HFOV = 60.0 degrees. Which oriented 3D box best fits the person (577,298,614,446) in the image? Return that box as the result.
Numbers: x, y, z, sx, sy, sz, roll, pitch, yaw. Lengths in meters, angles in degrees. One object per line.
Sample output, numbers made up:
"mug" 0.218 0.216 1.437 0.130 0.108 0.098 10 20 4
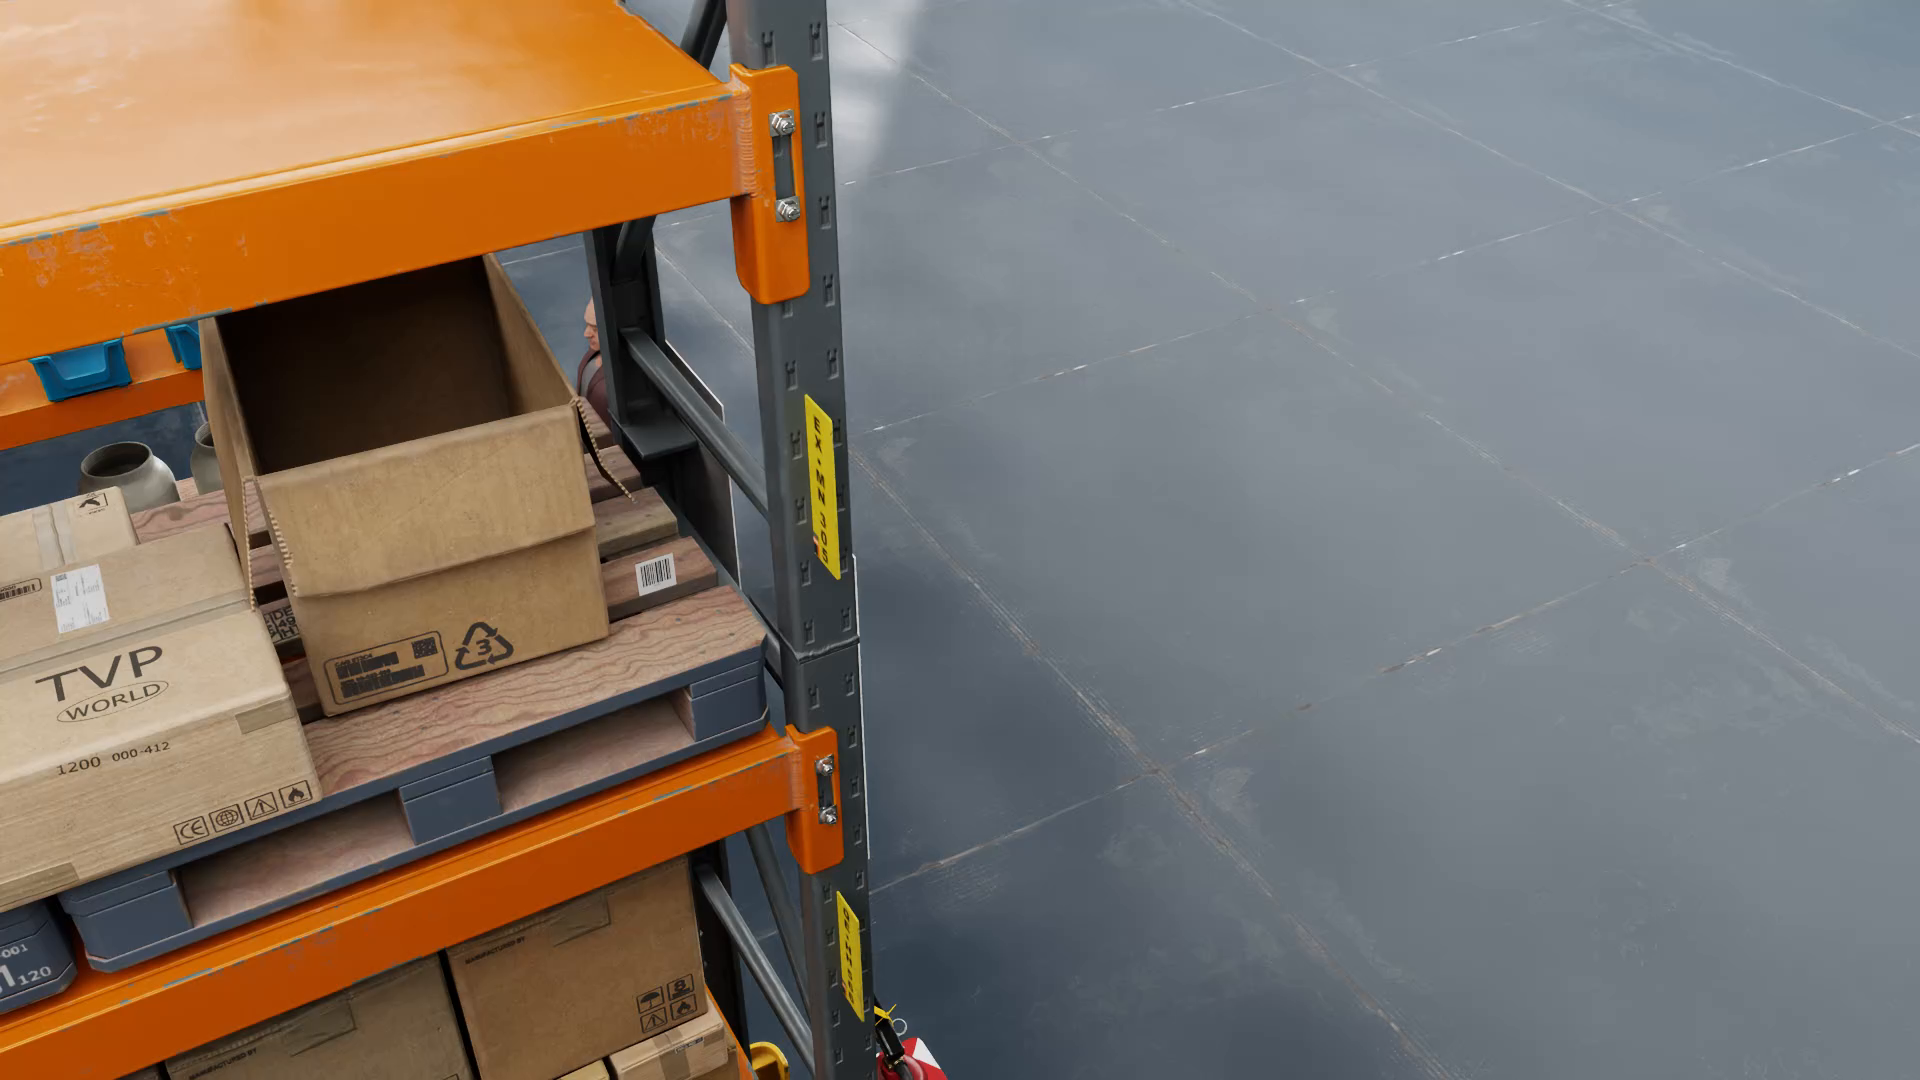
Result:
"person" -1.488 -0.285 7.338 0.418 1.783 0.561 -18 40 -23
